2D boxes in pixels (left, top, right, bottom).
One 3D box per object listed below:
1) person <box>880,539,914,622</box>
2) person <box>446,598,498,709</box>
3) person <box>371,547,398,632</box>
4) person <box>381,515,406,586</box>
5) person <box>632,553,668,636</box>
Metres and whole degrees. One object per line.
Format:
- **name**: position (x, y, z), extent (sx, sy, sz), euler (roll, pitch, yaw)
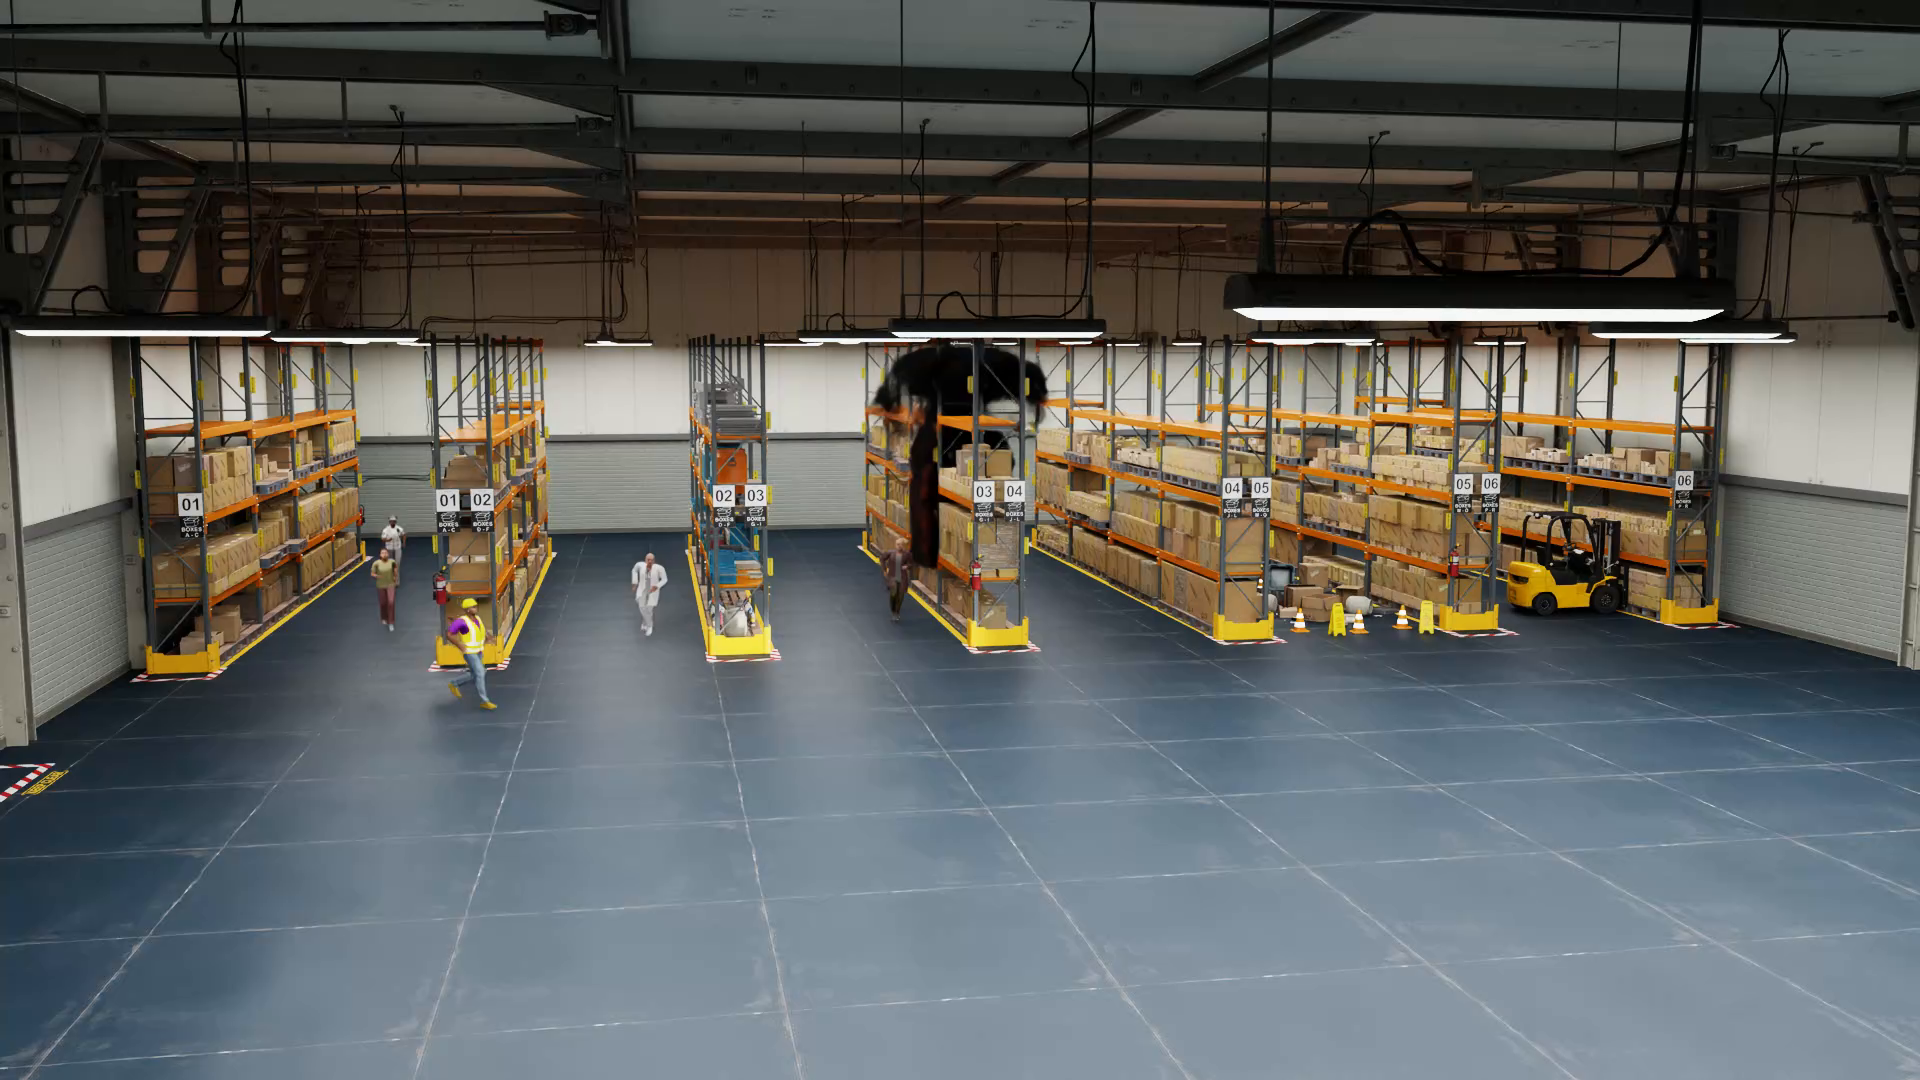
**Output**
- **person**: position (-1.312, 0.851, 34.962), extent (0.691, 1.763, 0.784), euler (-1, 7, -10)
- **person**: position (-7.840, 1.811, 26.630), extent (0.927, 1.769, 0.699), euler (2, 7, 15)
- **person**: position (-11.793, 0.984, 34.102), extent (0.529, 1.696, 0.887), euler (-2, 7, -18)
- **person**: position (-13.760, 0.232, 40.433), extent (0.575, 1.685, 0.938), euler (-2, 7, -17)
- **person**: position (-6.270, 1.061, 33.672), extent (0.725, 1.674, 0.901), euler (-1, 7, -5)
